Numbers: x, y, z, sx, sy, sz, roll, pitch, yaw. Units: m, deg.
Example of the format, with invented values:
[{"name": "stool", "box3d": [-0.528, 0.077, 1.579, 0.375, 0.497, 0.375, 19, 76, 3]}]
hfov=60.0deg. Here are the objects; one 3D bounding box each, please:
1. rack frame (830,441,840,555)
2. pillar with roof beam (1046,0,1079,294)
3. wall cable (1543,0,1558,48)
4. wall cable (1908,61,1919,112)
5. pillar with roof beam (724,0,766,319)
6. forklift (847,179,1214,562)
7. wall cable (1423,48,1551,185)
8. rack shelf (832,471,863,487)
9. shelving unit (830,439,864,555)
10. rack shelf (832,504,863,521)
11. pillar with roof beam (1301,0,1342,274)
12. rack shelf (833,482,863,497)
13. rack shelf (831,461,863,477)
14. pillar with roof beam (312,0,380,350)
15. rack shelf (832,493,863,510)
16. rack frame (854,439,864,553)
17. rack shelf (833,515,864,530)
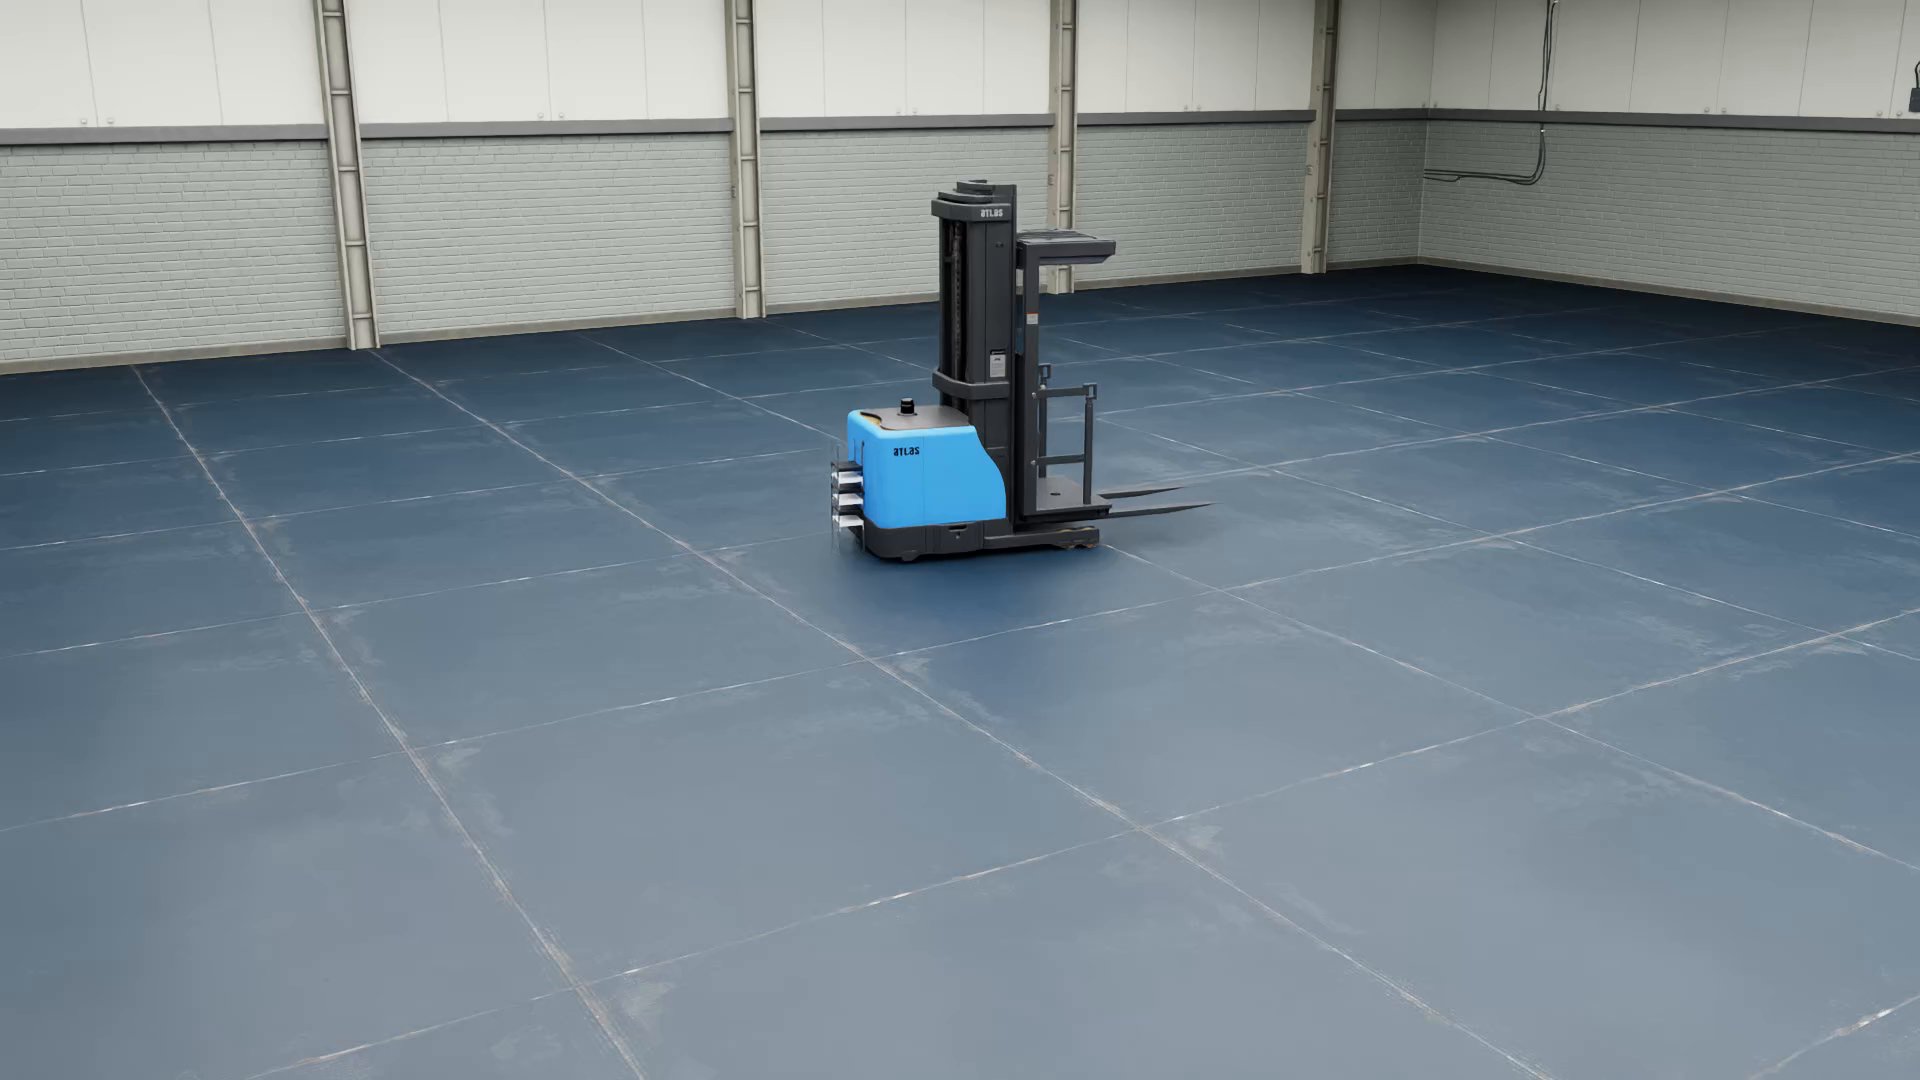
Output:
[{"name": "rack frame", "box3d": [-1.012, -0.340, 13.456, 0.006, 0.900, 0.240, -5, 17, -18]}, {"name": "pillar with roof beam", "box3d": [4.002, -7.751, 24.889, 0.400, 9.000, 9.100, -9, 18, -30]}, {"name": "wall cable", "box3d": [11.527, -9.995, 29.291, 0.112, 2.526, 3.097, -9, 18, -30]}, {"name": "wall cable", "box3d": [15.010, -9.124, 23.484, 0.169, 6.003, 2.305, -9, 18, -30]}, {"name": "pillar with roof beam", "box3d": [-1.141, -6.917, 21.913, 0.400, 9.000, 9.100, -9, 18, -30]}, {"name": "forklift", "box3d": [0.630, -1.460, 13.690, 3.031, 2.935, 1.130, -5, 17, -18]}, {"name": "wall cable", "box3d": [10.134, -8.190, 32.206, 0.112, 2.526, 3.097, -9, 18, -30]}, {"name": "rack shelf", "box3d": [-0.916, -0.490, 13.448, 0.200, 0.077, 0.258, -5, 17, -18]}, {"name": "shelving unit", "box3d": [-0.916, -0.349, 13.488, 0.210, 0.900, 0.258, -5, 17, -18]}, {"name": "rack shelf", "box3d": [-0.916, -0.230, 13.521, 0.200, 0.077, 0.258, -5, 17, -18]}, {"name": "pillar with roof beam", "box3d": [9.145, -8.585, 27.864, 0.400, 9.000, 9.100, -9, 18, -30]}, {"name": "rack shelf", "box3d": [-0.916, -0.404, 13.473, 0.200, 0.077, 0.258, -5, 17, -18]}, {"name": "rack shelf", "box3d": [-0.916, -0.577, 13.424, 0.200, 0.077, 0.258, -5, 17, -18]}, {"name": "pillar with roof beam", "box3d": [-6.284, -6.083, 18.938, 0.400, 9.000, 9.100, -9, 18, -30]}, {"name": "rack shelf", "box3d": [-0.916, -0.317, 13.497, 0.200, 0.077, 0.258, -5, 17, -18]}, {"name": "rack frame", "box3d": [-0.820, -0.358, 13.520, 0.006, 0.900, 0.240, -5, 17, -18]}, {"name": "rack shelf", "box3d": [-0.916, -0.144, 13.545, 0.200, 0.077, 0.258, -5, 17, -18]}]
